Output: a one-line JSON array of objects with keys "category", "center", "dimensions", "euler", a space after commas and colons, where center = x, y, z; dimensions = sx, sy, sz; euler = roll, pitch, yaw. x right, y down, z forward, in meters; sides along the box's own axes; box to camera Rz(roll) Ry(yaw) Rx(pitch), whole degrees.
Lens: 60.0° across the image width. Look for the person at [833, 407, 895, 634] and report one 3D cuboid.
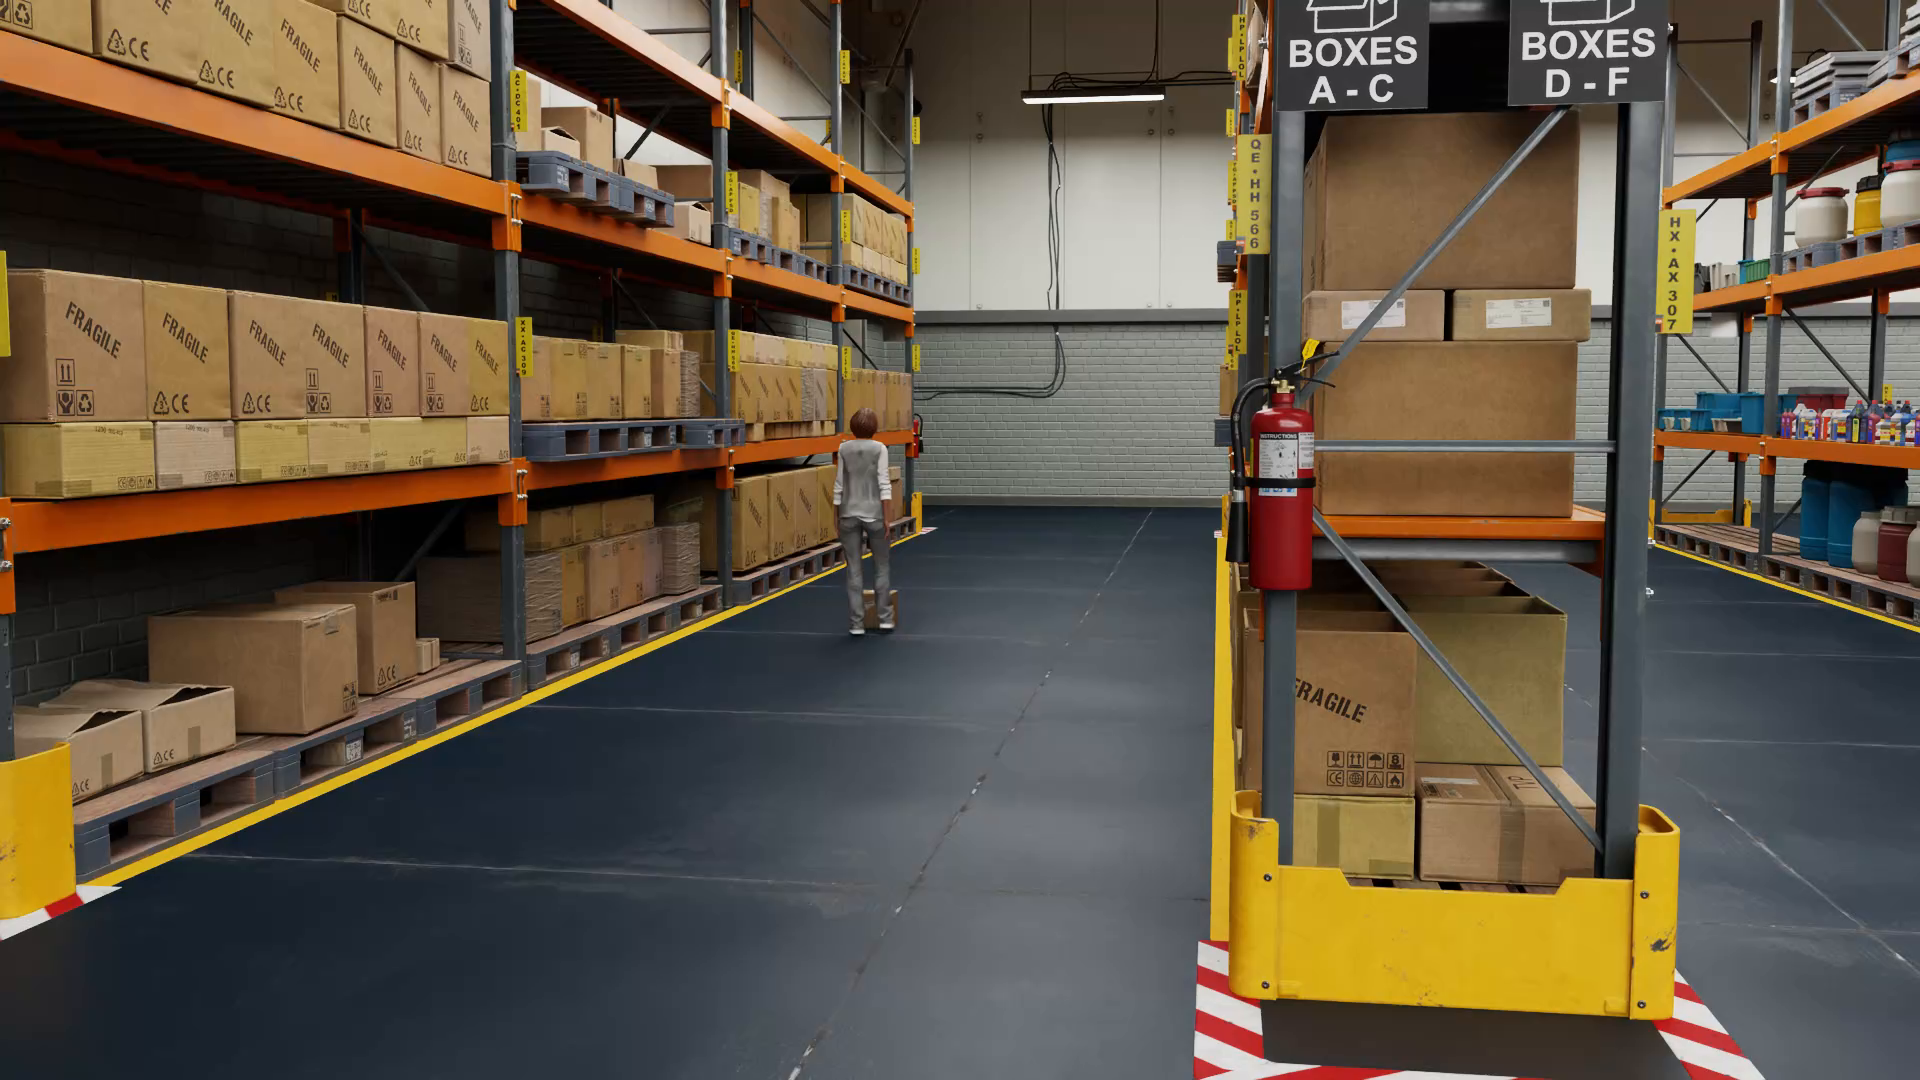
[{"category": "person", "center": [-0.676, -0.142, 11.766], "dimensions": [0.425, 1.592, 0.586], "euler": [0, 5, 4]}]
